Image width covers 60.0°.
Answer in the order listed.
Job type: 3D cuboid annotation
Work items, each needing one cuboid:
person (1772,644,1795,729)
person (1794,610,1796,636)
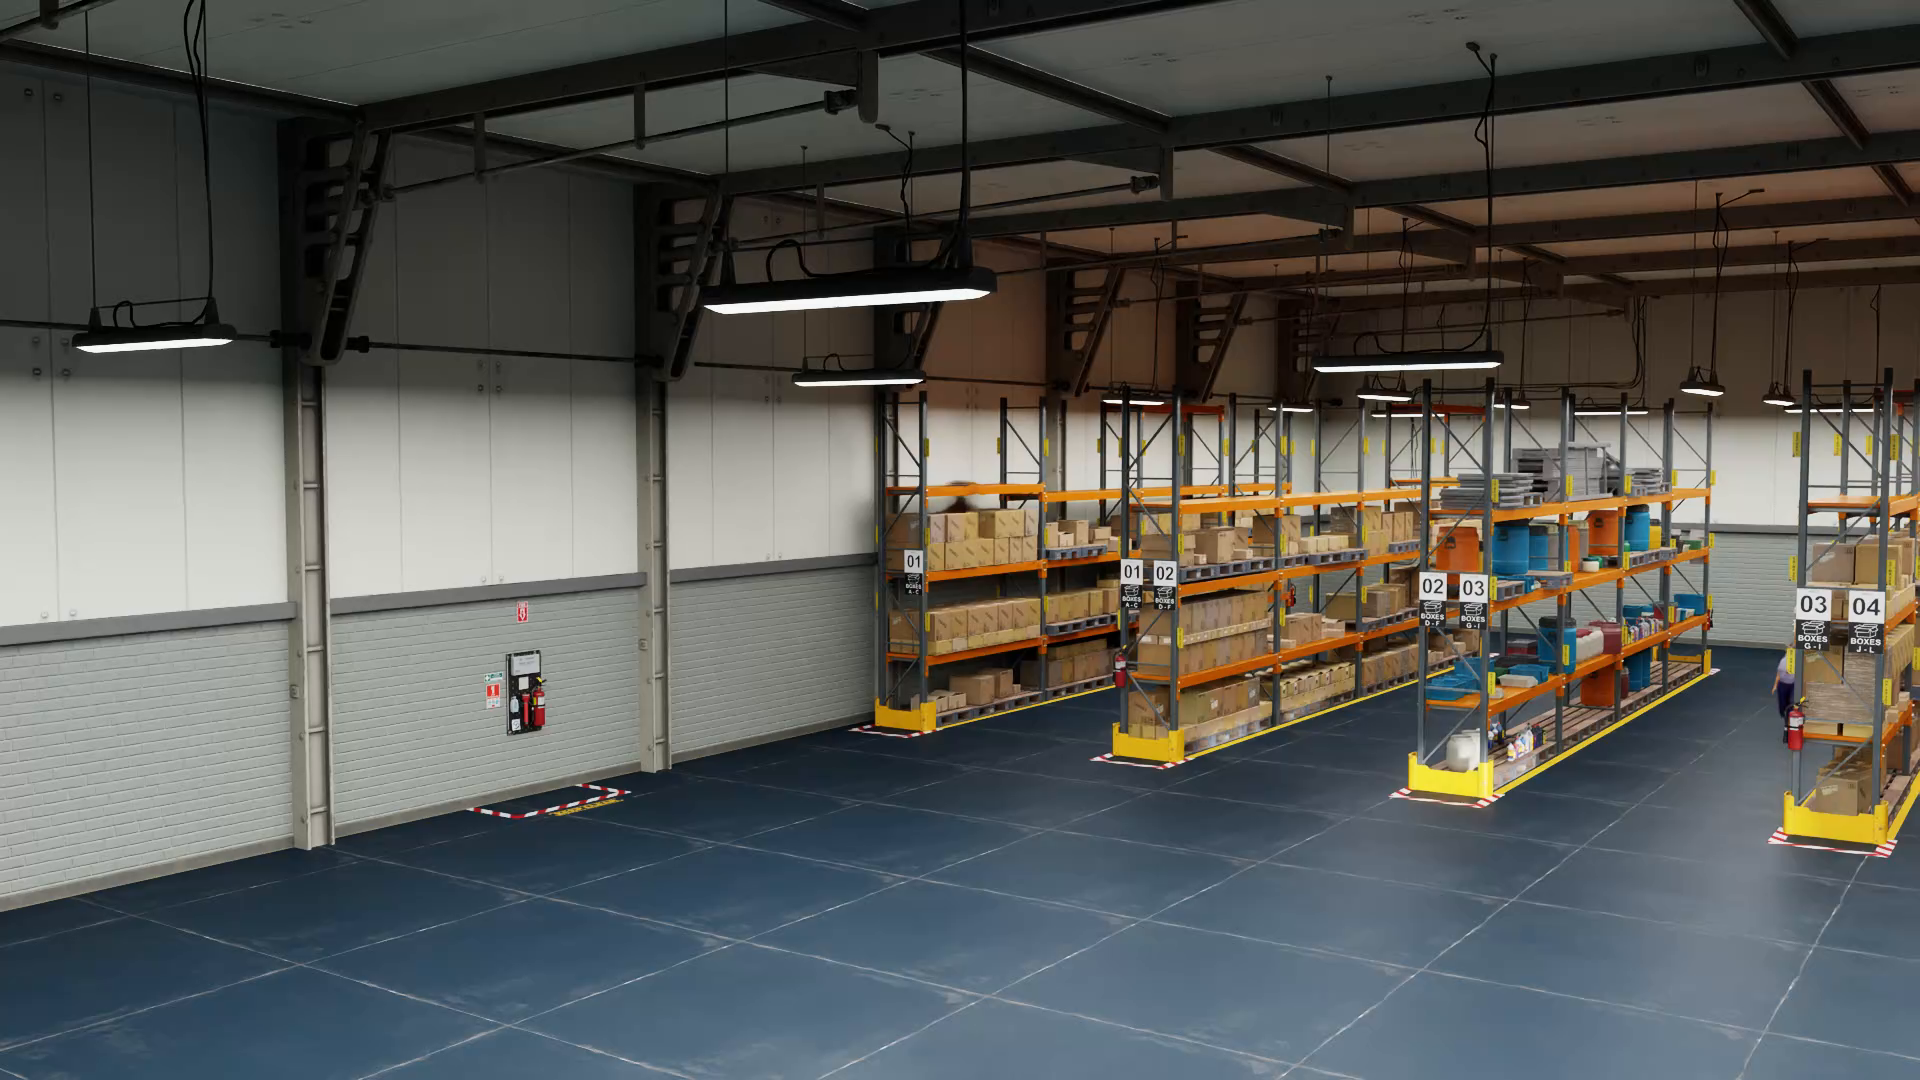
[{"bbox_3d":[14.436,2.598,28.871,0.575,1.606,0.929,3,4,39],"label":"person"},{"bbox_3d":[17.310,2.215,34.153,0.388,1.776,0.653,3,4,44],"label":"person"}]
